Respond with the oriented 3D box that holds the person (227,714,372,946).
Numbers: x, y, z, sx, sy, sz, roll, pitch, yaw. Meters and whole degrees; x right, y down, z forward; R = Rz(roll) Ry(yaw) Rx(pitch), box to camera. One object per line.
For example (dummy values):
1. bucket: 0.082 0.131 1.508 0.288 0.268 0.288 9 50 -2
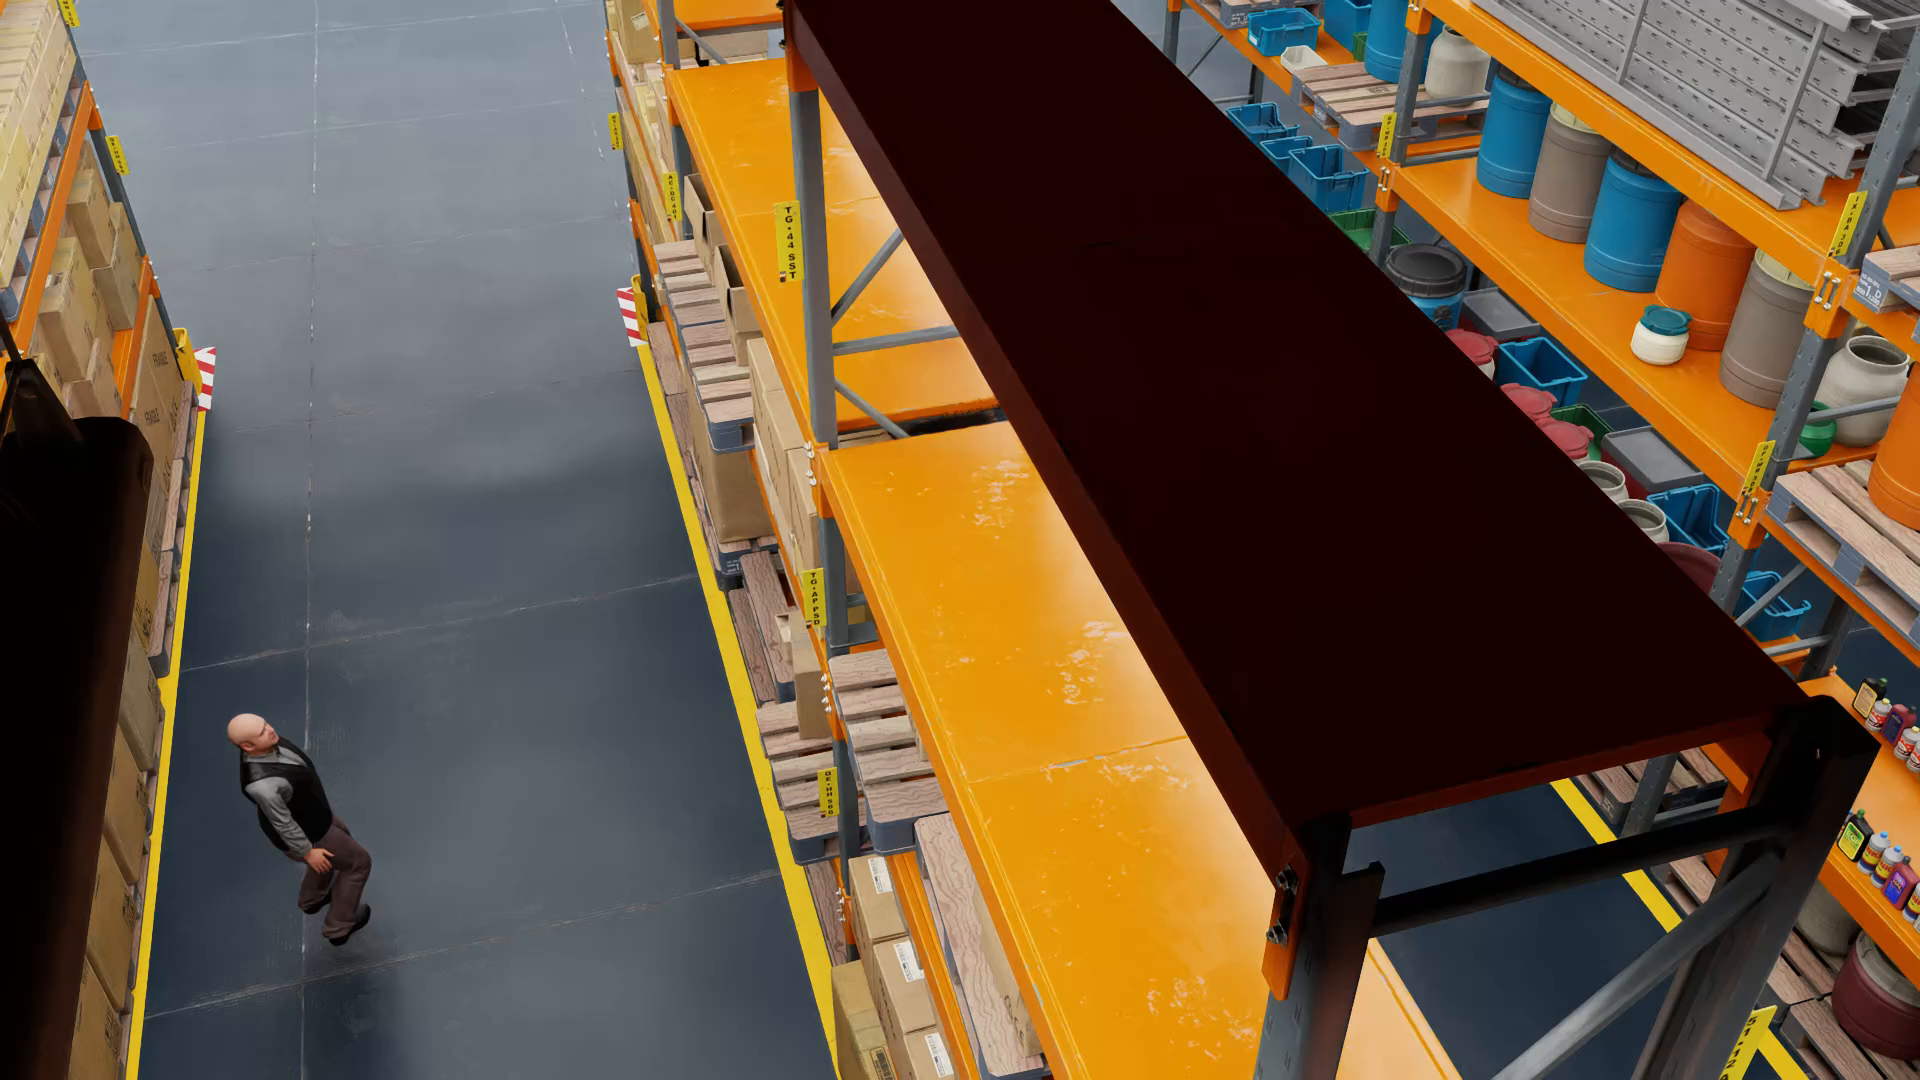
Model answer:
1. person: -3.612 1.532 9.133 0.492 1.609 0.576 -28 46 -31
